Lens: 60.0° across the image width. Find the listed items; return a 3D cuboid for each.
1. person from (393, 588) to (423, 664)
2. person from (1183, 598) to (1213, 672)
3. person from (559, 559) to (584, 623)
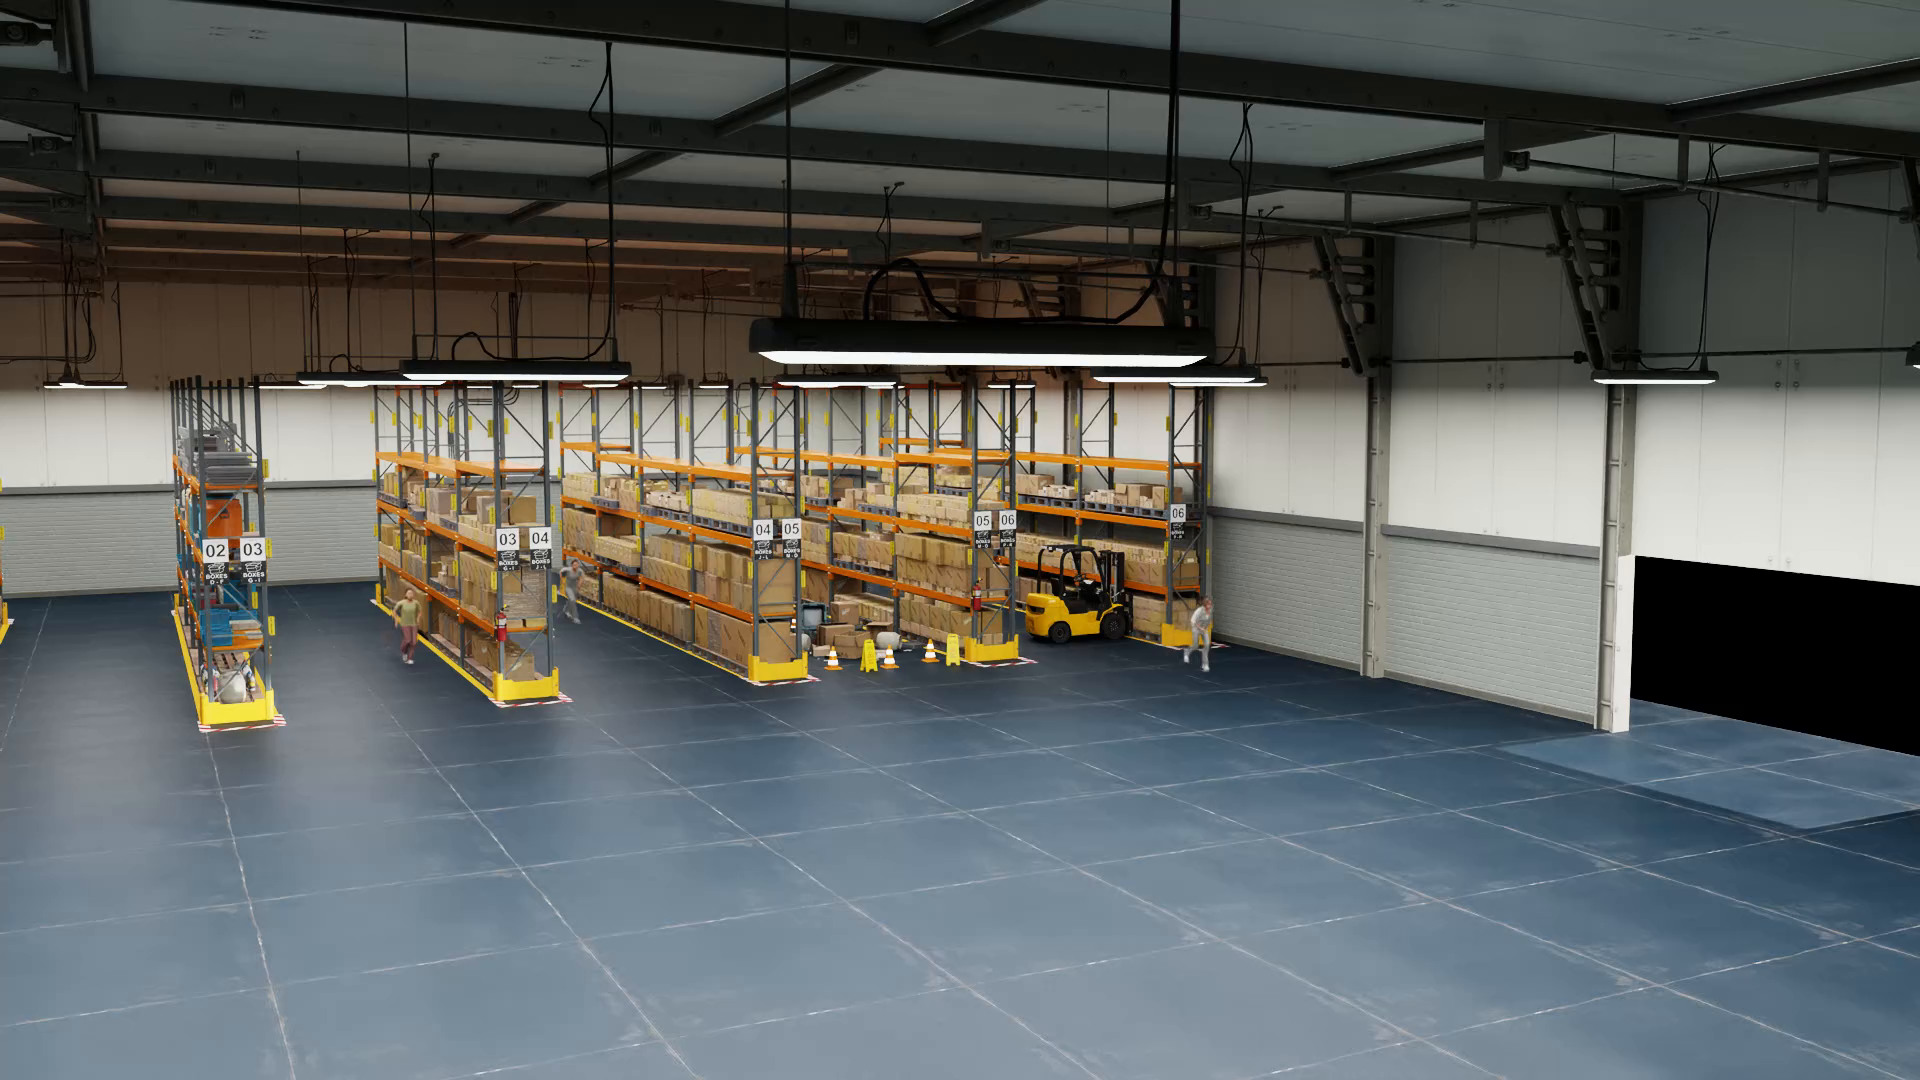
[{"bbox_3d":[-11.536,1.808,34.844,0.566,1.617,0.616,-3,6,-33],"label":"person"},{"bbox_3d":[4.927,1.926,34.394,0.573,1.546,0.889,-3,6,-31],"label":"person"},{"bbox_3d":[-9.735,1.253,41.568,0.603,1.625,1.003,-3,6,-29],"label":"person"}]
